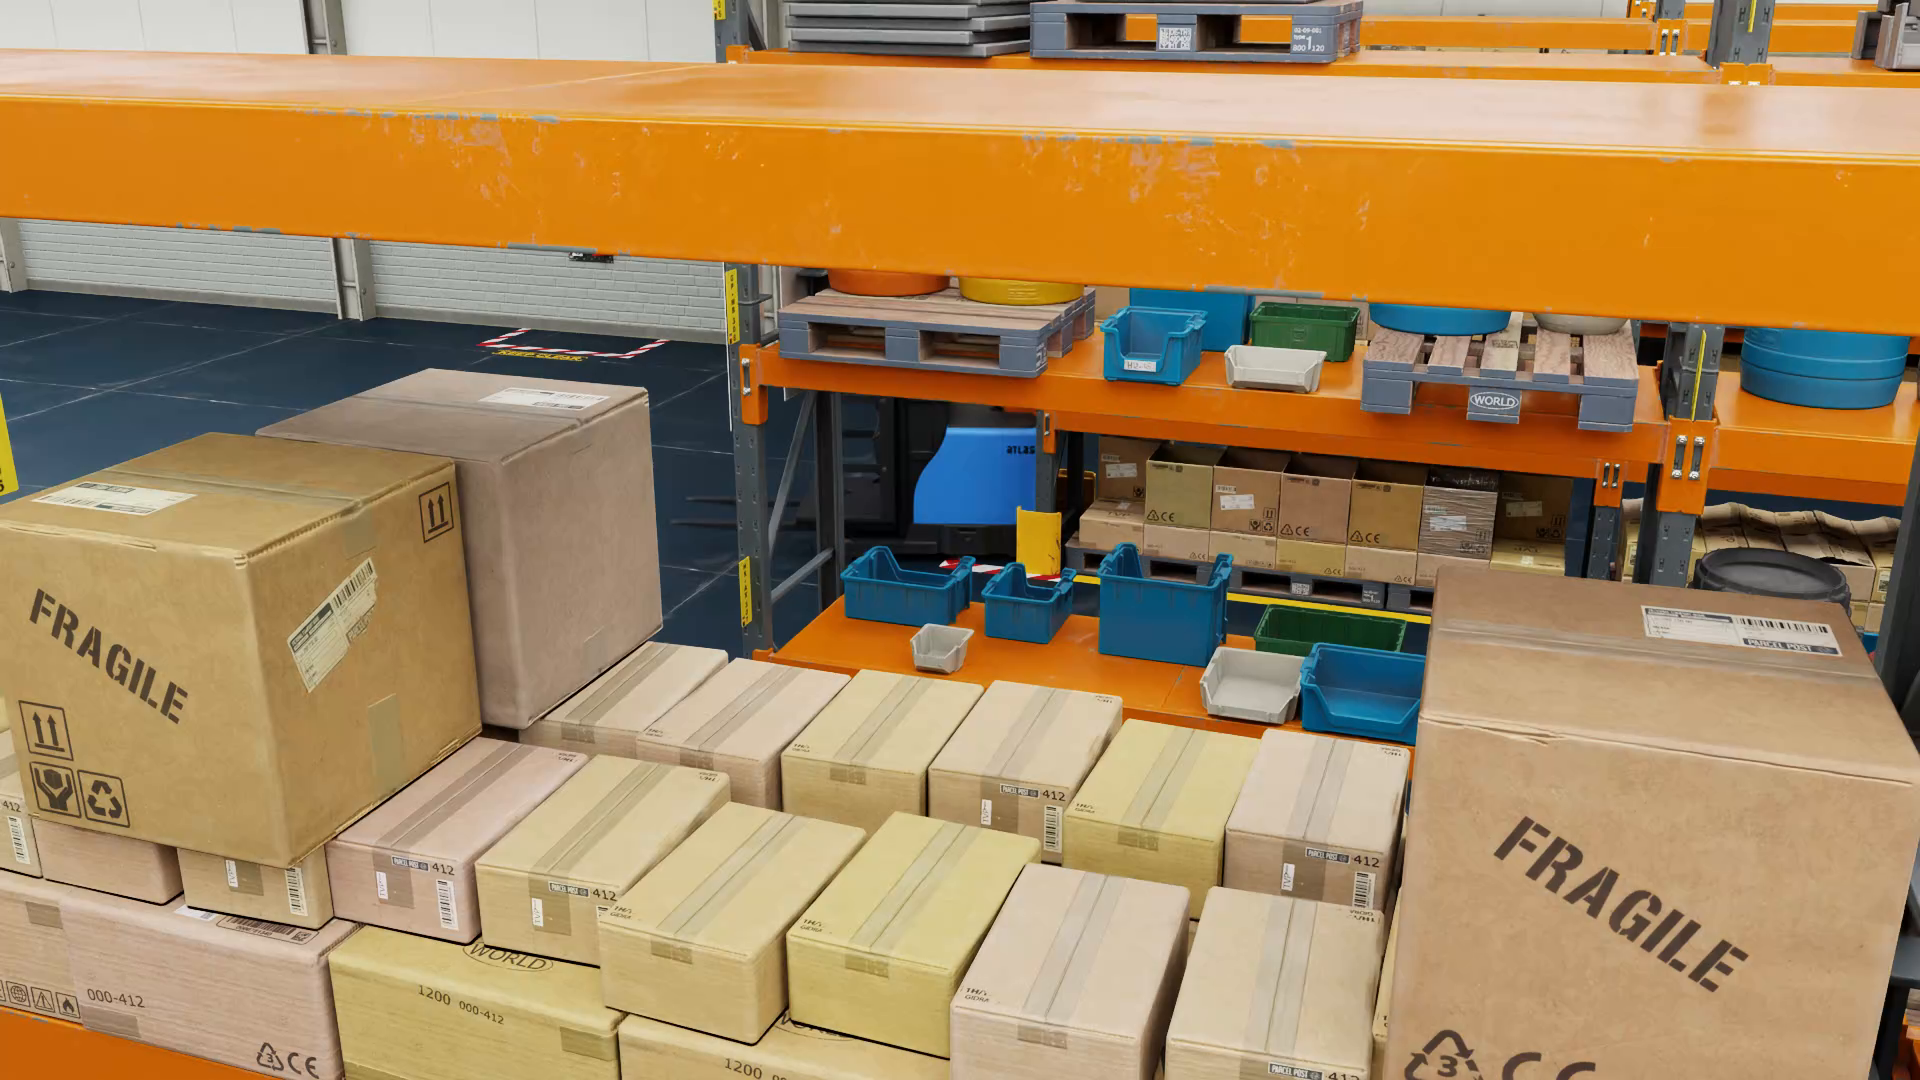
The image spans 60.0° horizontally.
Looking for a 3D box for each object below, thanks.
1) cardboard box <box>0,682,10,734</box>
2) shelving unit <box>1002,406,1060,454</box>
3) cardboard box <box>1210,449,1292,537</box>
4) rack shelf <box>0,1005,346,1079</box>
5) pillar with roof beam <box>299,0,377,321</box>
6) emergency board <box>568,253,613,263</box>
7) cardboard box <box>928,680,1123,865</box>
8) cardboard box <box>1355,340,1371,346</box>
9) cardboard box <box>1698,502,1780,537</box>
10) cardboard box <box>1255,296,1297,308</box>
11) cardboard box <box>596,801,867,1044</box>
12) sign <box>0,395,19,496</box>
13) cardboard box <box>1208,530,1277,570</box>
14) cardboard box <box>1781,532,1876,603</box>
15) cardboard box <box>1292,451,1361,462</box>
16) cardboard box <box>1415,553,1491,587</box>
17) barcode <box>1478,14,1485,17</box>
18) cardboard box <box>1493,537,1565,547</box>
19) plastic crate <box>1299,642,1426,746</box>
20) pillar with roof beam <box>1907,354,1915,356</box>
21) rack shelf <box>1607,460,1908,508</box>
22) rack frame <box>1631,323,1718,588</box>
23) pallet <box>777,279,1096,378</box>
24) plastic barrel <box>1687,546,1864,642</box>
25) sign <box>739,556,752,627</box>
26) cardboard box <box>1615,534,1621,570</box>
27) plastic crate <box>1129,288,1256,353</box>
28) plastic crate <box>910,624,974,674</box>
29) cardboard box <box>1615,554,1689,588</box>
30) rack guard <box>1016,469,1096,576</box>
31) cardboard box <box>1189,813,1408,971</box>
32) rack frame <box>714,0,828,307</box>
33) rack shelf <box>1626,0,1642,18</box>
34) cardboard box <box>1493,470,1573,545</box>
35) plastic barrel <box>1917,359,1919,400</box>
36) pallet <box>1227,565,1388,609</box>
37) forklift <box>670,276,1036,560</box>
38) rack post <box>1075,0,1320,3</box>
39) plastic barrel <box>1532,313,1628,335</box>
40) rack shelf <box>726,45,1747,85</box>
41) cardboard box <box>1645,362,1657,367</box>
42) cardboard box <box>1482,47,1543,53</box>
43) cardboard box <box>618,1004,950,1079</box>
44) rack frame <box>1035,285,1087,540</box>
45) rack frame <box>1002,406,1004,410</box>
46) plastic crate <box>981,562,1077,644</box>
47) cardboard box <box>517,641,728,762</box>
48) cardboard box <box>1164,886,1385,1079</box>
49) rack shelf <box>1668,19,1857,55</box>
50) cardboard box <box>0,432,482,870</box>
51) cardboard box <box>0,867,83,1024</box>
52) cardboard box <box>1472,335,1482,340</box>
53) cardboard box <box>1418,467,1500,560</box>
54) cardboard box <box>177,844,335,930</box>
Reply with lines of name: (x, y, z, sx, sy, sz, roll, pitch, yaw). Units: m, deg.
cardboard box: (-1.782, 0.361, 3.048, 0.250, 0.149, 0.380, 6, 20, 17)
shelving unit: (0.592, -0.946, 13.321, 0.503, 2.100, 0.431, 15, 24, 6)
cardboard box: (2.179, -0.357, 12.443, 0.500, 0.500, 0.500, 7, 20, 18)
rack shelf: (-0.569, 0.886, 3.014, 4.000, 0.370, 1.077, 7, 20, 18)
pillar with roof beam: (-9.385, -5.858, 16.710, 0.400, 9.000, 9.100, 7, 20, 18)
emergency board: (-4.626, -3.994, 20.478, 0.643, 1.169, 0.194, 7, 20, 18)
cardboard box: (0.122, 0.401, 2.933, 0.250, 0.149, 0.380, 6, 20, 17)
cardboard box: (2.796, -1.383, 11.849, 0.250, 0.149, 0.380, 7, 20, 20)
cardboard box: (5.545, -0.057, 11.871, 0.500, 0.311, 0.500, 7, 20, 20)
cardboard box: (2.258, -1.824, 12.128, 0.500, 0.500, 0.700, 7, 20, 18)
cardboard box: (-0.329, 0.558, 2.482, 0.250, 0.149, 0.380, 8, 21, 21)
sign: (-2.257, -0.259, 3.859, 0.005, 0.325, 0.100, 7, 20, 18)
cardboard box: (2.175, 0.001, 12.556, 0.500, 0.250, 0.500, 7, 20, 18)
cardboard box: (5.844, 0.167, 11.227, 0.500, 0.311, 0.500, 6, 20, 16)
cardboard box: (2.822, -0.464, 12.751, 0.500, 0.500, 0.500, 7, 20, 18)
cardboard box: (3.596, 0.160, 12.101, 0.500, 0.250, 0.500, 7, 20, 18)
barcode: (5.025, -5.039, 16.033, 0.075, 0.075, 0.001, 7, 20, 18)
cardboard box: (4.236, 0.054, 12.402, 0.500, 0.250, 0.500, 7, 20, 18)
plastic crate: (1.811, 0.673, 7.313, 0.616, 0.251, 0.499, 7, 20, 18)
pillar with roof beam: (7.618, -3.914, 11.132, 0.400, 9.000, 9.100, 7, 20, 18)
rack shelf: (6.464, -0.346, 11.104, 4.000, 0.370, 1.077, 7, 20, 18)
rack frame: (2.945, 0.638, 7.188, 0.127, 3.000, 1.000, 7, 20, 18)
pallet: (-0.084, -1.001, 7.621, 1.213, 0.211, 1.003, 7, 20, 18)
plastic barrel: (3.211, 0.538, 6.715, 0.708, 0.901, 0.600, 7, 20, 18)
sign: (-1.018, 0.246, 7.892, 0.005, 0.325, 0.100, 7, 20, 18)
cardboard box: (5.061, 0.153, 12.118, 0.500, 0.250, 0.500, 6, 20, 18)
plastic crate: (1.067, -1.090, 7.614, 0.575, 0.384, 0.392, 7, 20, 18)
plastic crate: (-0.093, 0.528, 7.906, 0.250, 0.136, 0.298, 7, 20, 18)
cardboard box: (4.874, 0.319, 11.642, 0.500, 0.250, 0.500, 6, 20, 17)
rack guard: (0.773, -0.156, 13.263, 0.348, 0.500, 1.175, 7, 20, 18)
cardboard box: (0.478, 0.649, 2.828, 0.500, 0.250, 0.500, 6, 20, 18)
rack frame: (-0.833, -2.627, 7.440, 0.127, 3.000, 1.000, 7, 20, 18)
rack shelf: (4.307, -5.150, 15.776, 4.000, 0.370, 1.077, 7, 20, 18)
cardboard box: (4.239, -0.303, 12.288, 0.500, 0.500, 0.500, 7, 20, 18)
plastic barrel: (4.115, -0.957, 6.445, 0.600, 0.901, 0.600, 0, 19, 0)
pallet: (2.681, 0.185, 12.724, 1.213, 0.211, 1.003, 7, 20, 18)
forklift: (-0.790, -1.397, 13.132, 3.031, 2.935, 1.130, 1, 19, 3)
rack post: (1.007, -2.391, 6.880, 0.954, 0.300, 0.937, 6, 20, 17)
plastic barrel: (2.603, -1.137, 6.915, 0.421, 0.512, 0.421, 0, 19, 0)
rack shelf: (1.056, -1.882, 7.004, 4.000, 0.370, 1.077, 7, 20, 18)
cardboard box: (6.897, -1.395, 16.150, 0.500, 0.500, 0.700, 7, 20, 20)
cardboard box: (5.110, -4.413, 15.421, 0.500, 0.500, 0.500, 8, 21, 21)
cardboard box: (-0.169, 0.752, 2.533, 0.500, 0.250, 0.500, 6, 20, 18)
rack frame: (0.796, -1.333, 12.844, 0.127, 3.000, 1.000, 7, 20, 18)
rack frame: (0.357, -1.007, 13.346, 0.015, 2.100, 0.400, 15, 24, 6)
plastic crate: (0.349, 0.309, 8.357, 0.408, 0.251, 0.499, 7, 20, 18)
cardboard box: (-0.624, 0.332, 3.131, 0.250, 0.149, 0.380, 5, 20, 15)
cardboard box: (0.430, 0.642, 2.243, 0.250, 0.149, 0.380, 5, 20, 15)
rack shelf: (6.464, -2.990, 10.182, 4.000, 0.370, 1.077, 7, 20, 18)
cardboard box: (-1.145, 0.150, 2.667, 0.500, 0.500, 0.500, 6, 20, 18)
cardboard box: (-1.599, 0.587, 3.006, 0.500, 0.250, 0.500, 6, 20, 17)
cardboard box: (3.675, -1.661, 11.662, 0.500, 0.500, 0.700, 6, 20, 18)
cardboard box: (3.596, -0.195, 11.979, 0.500, 0.500, 0.500, 7, 20, 18)
cardboard box: (-1.057, 0.465, 2.750, 0.250, 0.149, 0.380, 6, 20, 16)
